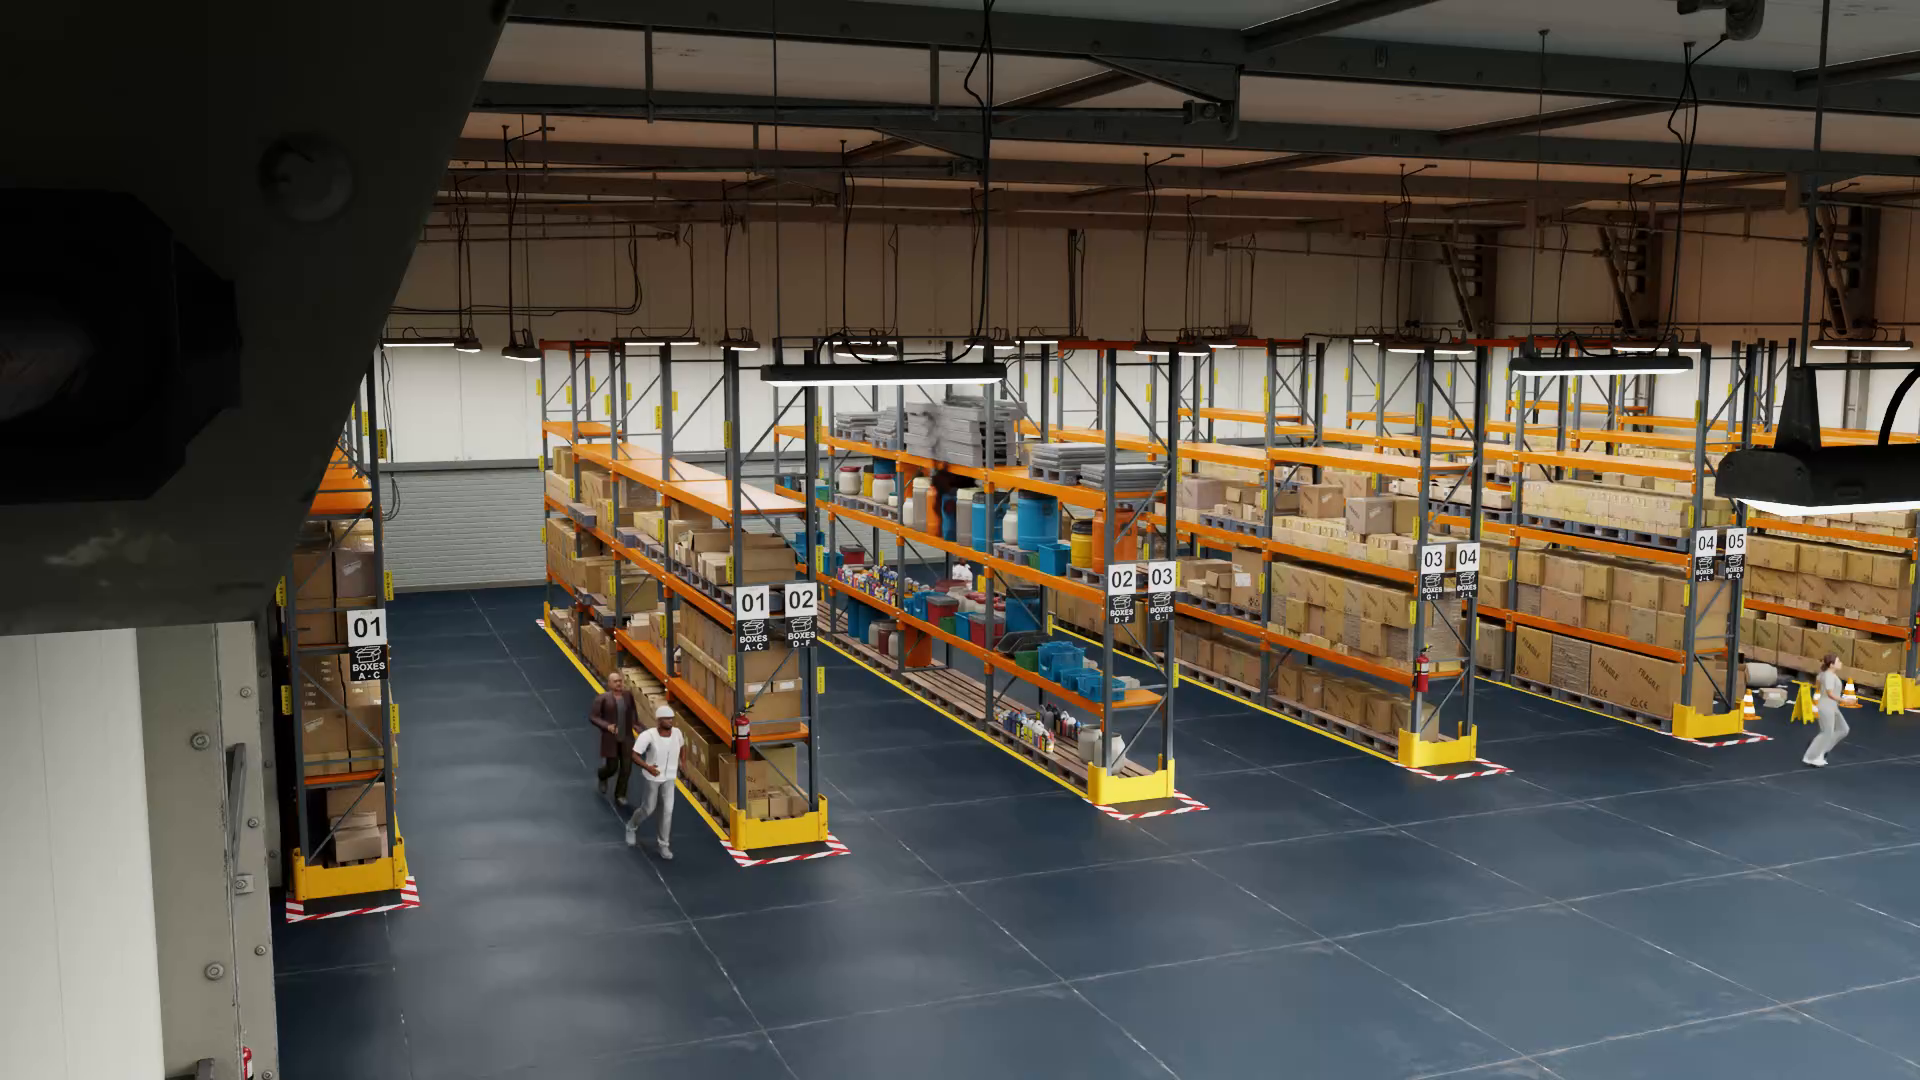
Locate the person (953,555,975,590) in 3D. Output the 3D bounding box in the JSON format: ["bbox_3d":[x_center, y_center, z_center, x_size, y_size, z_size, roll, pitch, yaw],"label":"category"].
[{"bbox_3d":[0.040,1.092,33.819,0.554,1.744,0.846,-4,9,-30],"label":"person"}]

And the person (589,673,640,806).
[{"bbox_3d":[-4.565,2.610,22.028,0.709,1.737,0.757,-5,9,-35],"label":"person"}]

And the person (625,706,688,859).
[{"bbox_3d":[-3.580,2.861,19.999,0.758,1.754,0.888,-5,9,-36],"label":"person"}]

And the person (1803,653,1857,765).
[{"bbox_3d":[12.452,2.428,23.770,0.629,1.648,0.596,4,9,29],"label":"person"}]
